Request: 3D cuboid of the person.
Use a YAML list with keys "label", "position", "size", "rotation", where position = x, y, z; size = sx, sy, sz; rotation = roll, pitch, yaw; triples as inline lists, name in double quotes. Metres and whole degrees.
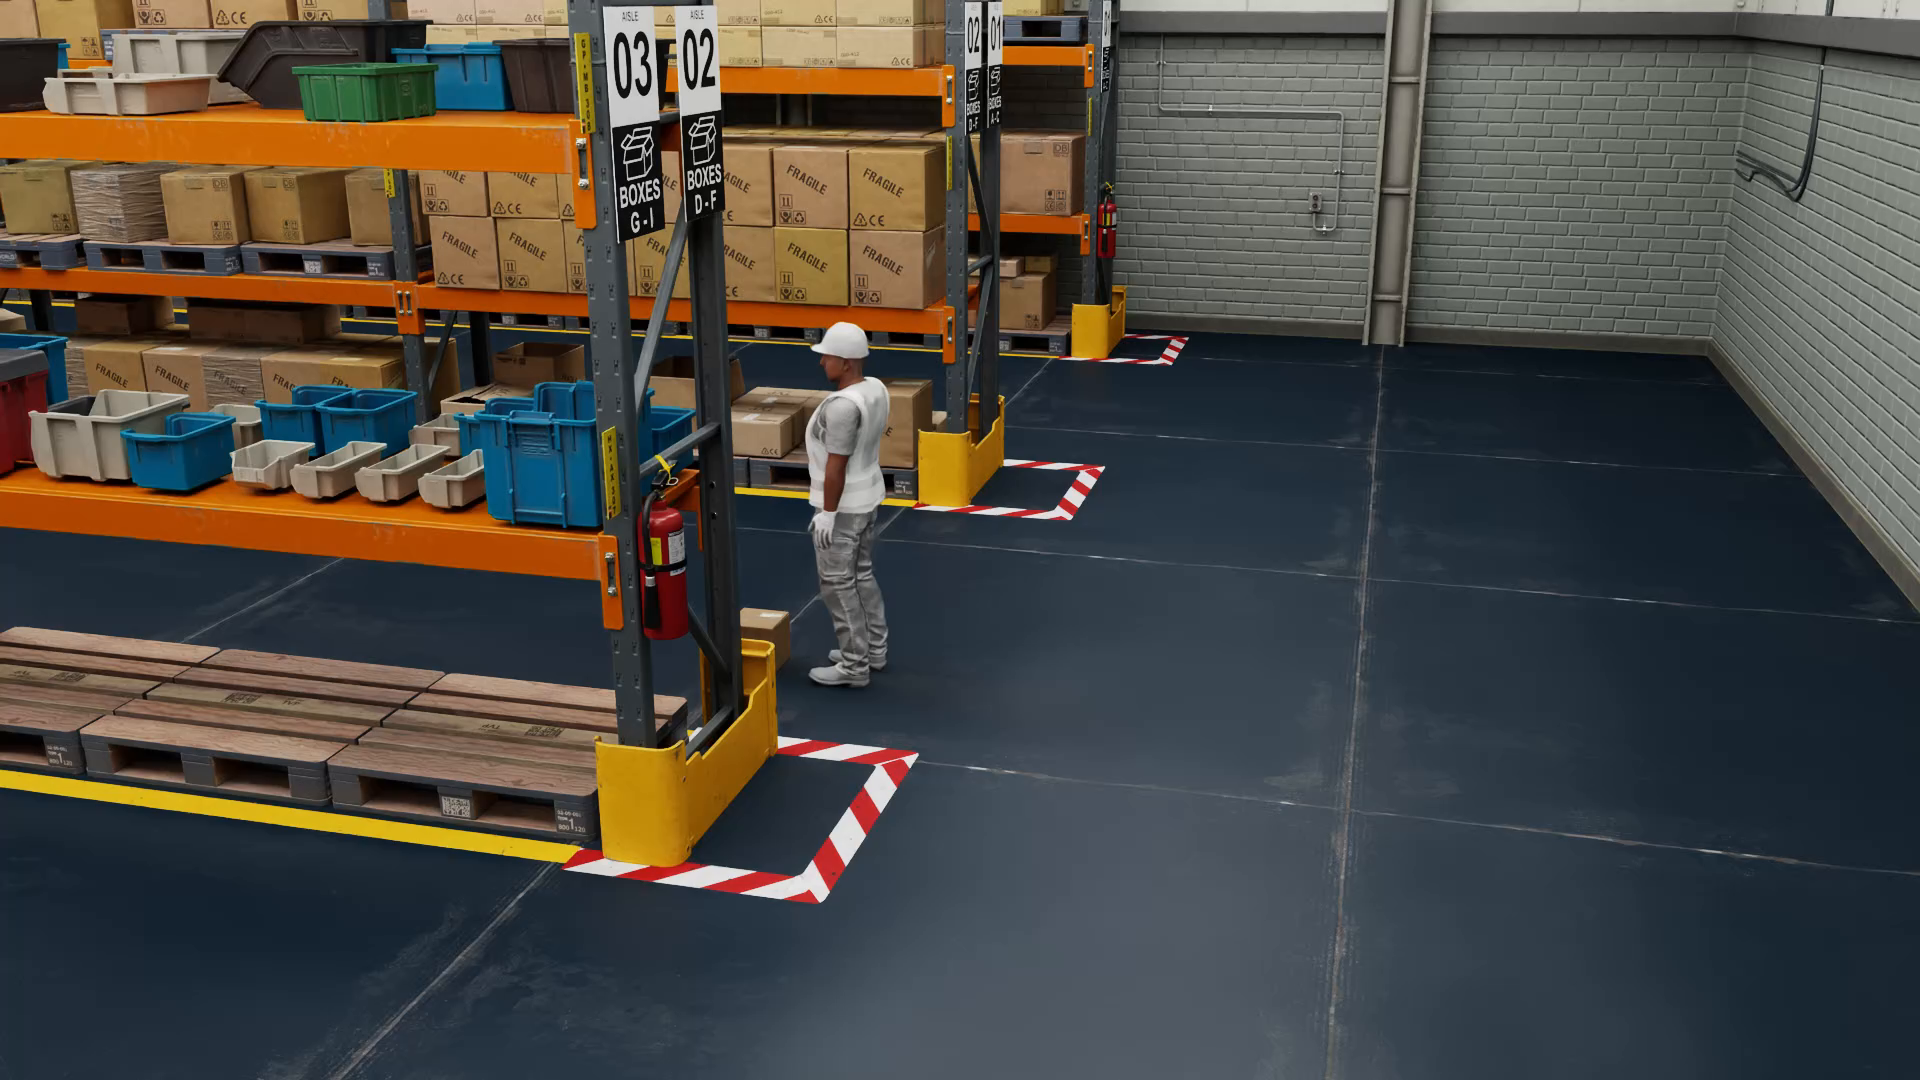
- label: "person"
  position: [-0.547, -0.170, 8.047]
  size: [0.354, 1.779, 0.546]
  rotation: [5, 19, 15]
